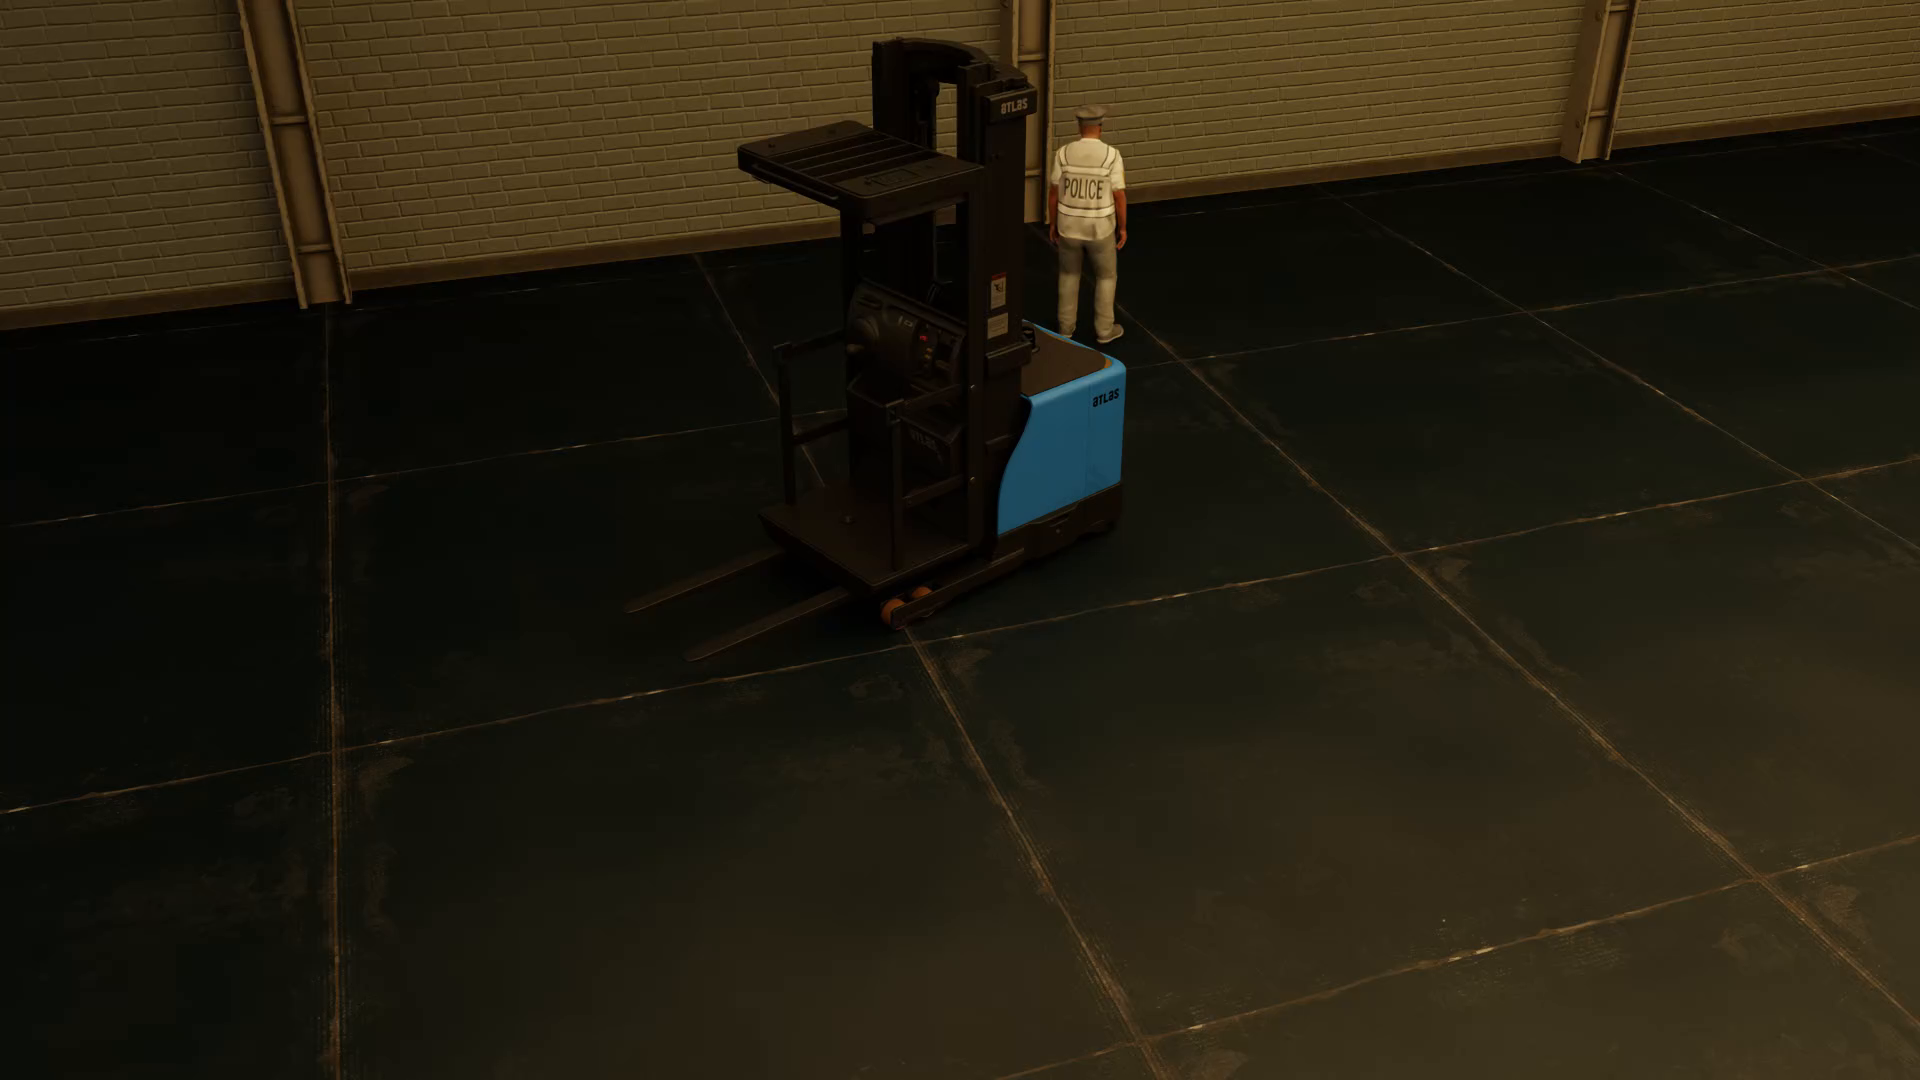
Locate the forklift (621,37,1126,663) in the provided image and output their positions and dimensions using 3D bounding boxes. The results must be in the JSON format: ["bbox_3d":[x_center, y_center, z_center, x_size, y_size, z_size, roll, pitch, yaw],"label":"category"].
[{"bbox_3d":[-0.461,-1.072,8.951,3.031,2.935,1.130,-23,37,-34],"label":"forklift"}]

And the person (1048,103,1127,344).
[{"bbox_3d":[0.938,-2.307,12.283,0.585,1.747,0.440,8,31,14],"label":"person"}]
